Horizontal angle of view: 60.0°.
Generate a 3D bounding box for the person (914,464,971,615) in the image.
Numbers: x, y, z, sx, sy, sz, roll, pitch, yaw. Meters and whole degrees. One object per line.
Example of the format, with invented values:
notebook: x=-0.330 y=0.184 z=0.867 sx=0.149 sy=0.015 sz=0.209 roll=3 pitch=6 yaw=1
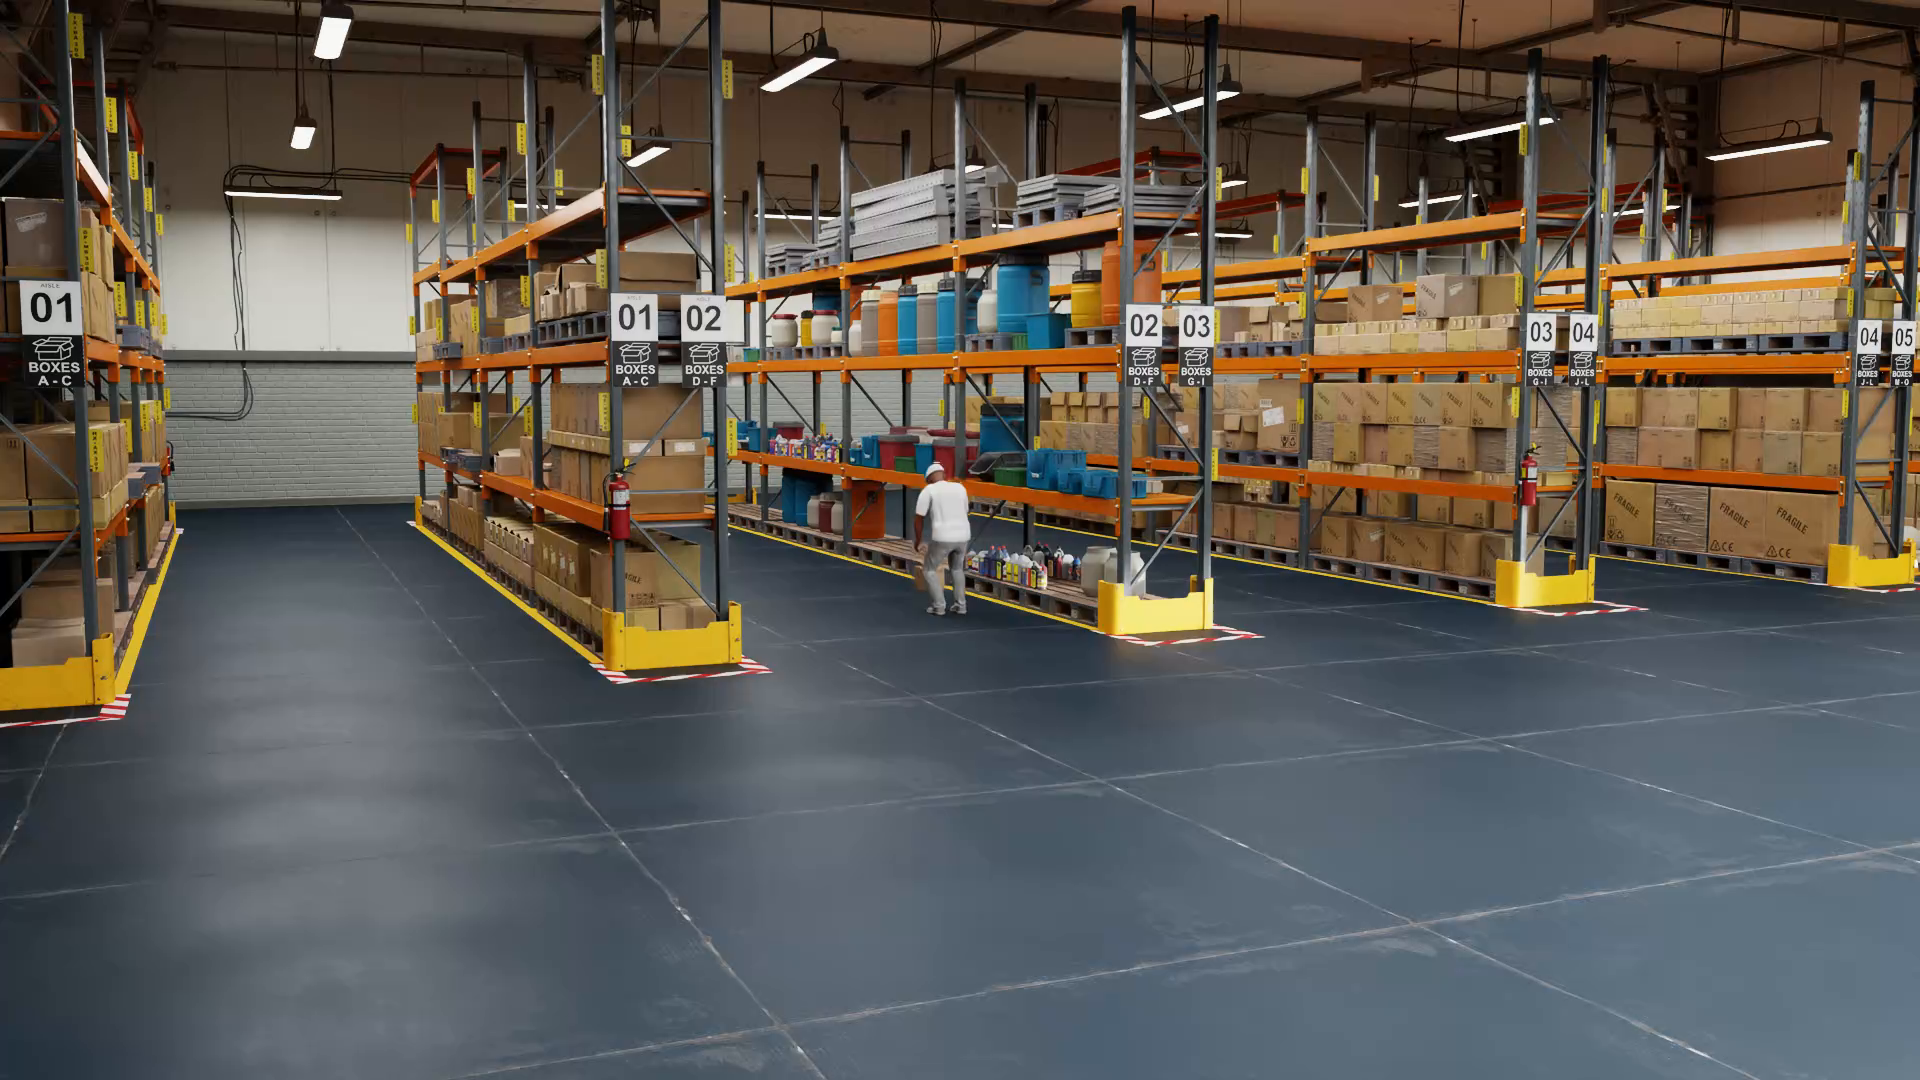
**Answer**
person: x=-0.186 y=-0.011 z=17.711 sx=0.620 sy=1.591 sz=0.622 roll=-2 pitch=6 yaw=-23
